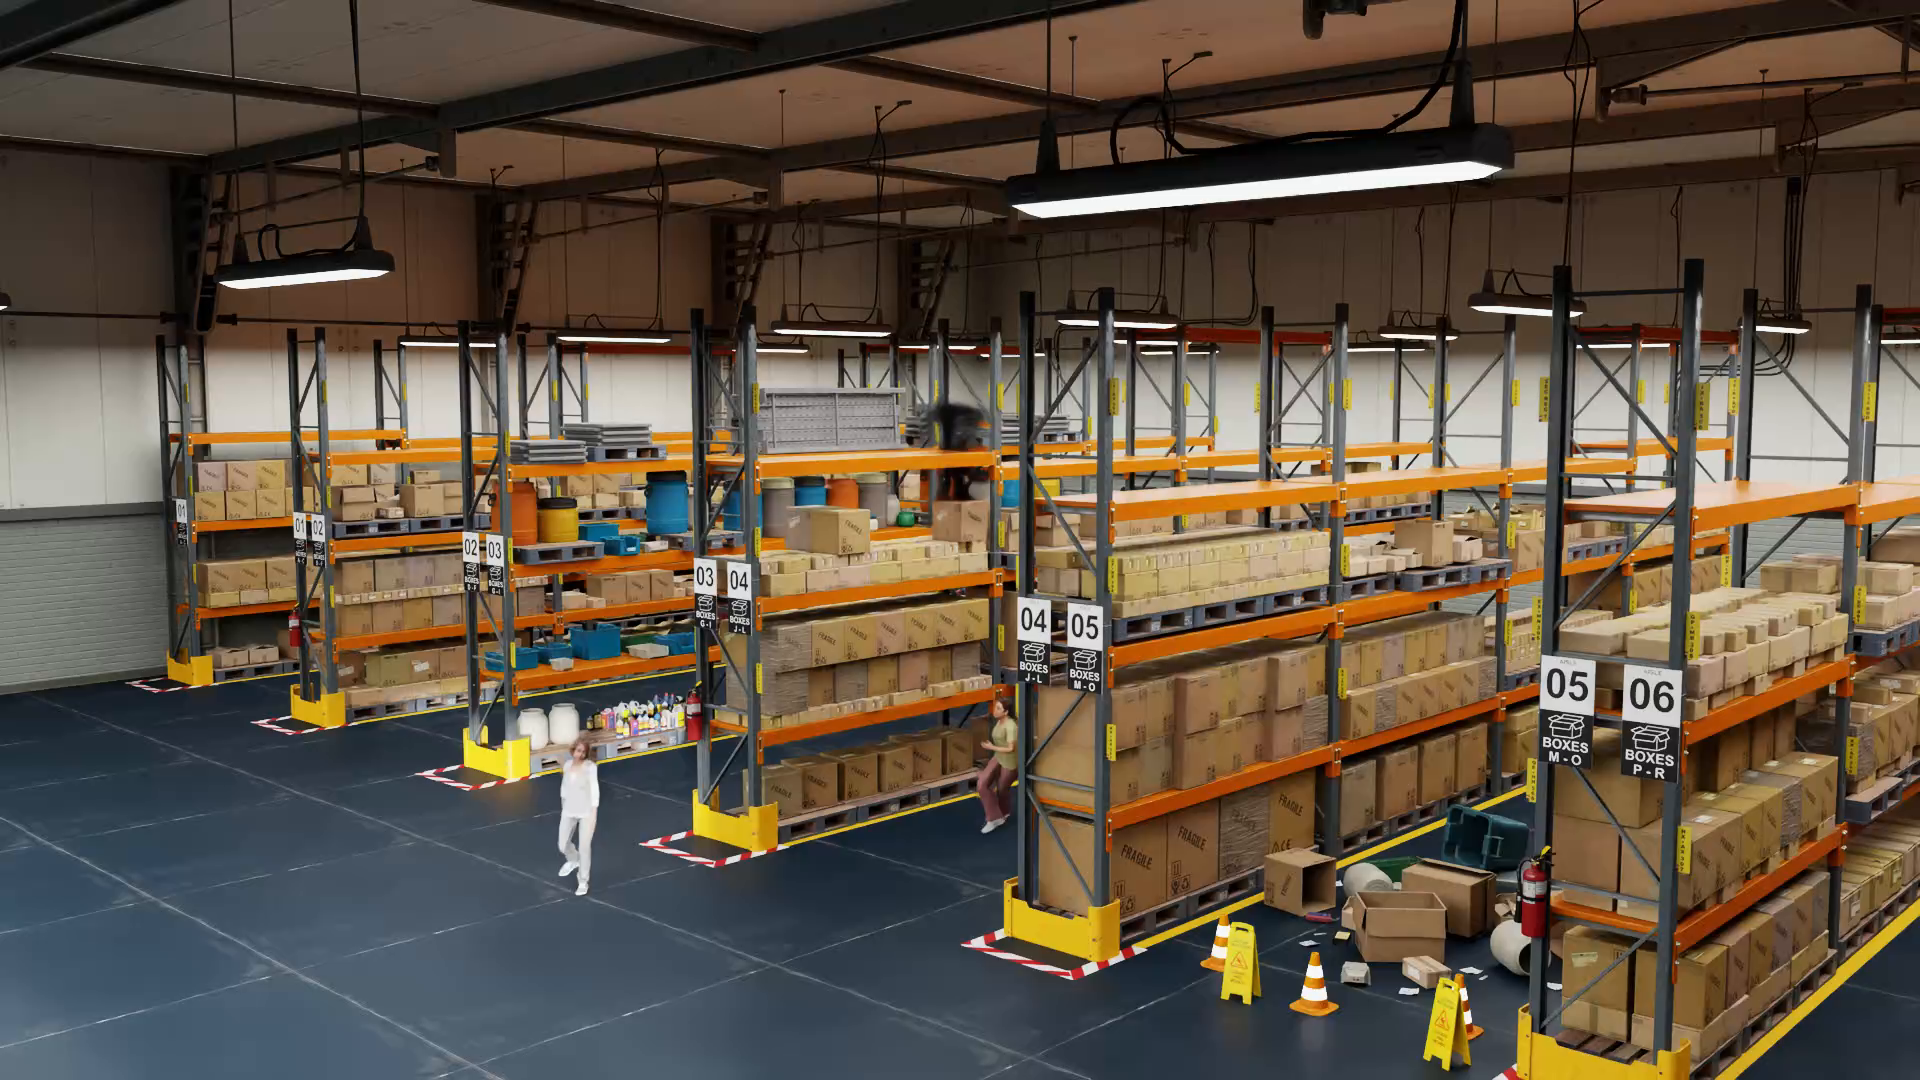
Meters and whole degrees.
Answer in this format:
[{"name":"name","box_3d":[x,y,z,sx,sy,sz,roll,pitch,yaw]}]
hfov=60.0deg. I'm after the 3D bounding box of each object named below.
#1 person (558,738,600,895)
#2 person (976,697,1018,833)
[{"name":"person","box_3d":[-3.885,2.785,16.931,0.564,1.588,0.520,1,5,11]},{"name":"person","box_3d":[0.486,2.557,19.155,0.665,1.577,0.731,-4,7,-40]}]
